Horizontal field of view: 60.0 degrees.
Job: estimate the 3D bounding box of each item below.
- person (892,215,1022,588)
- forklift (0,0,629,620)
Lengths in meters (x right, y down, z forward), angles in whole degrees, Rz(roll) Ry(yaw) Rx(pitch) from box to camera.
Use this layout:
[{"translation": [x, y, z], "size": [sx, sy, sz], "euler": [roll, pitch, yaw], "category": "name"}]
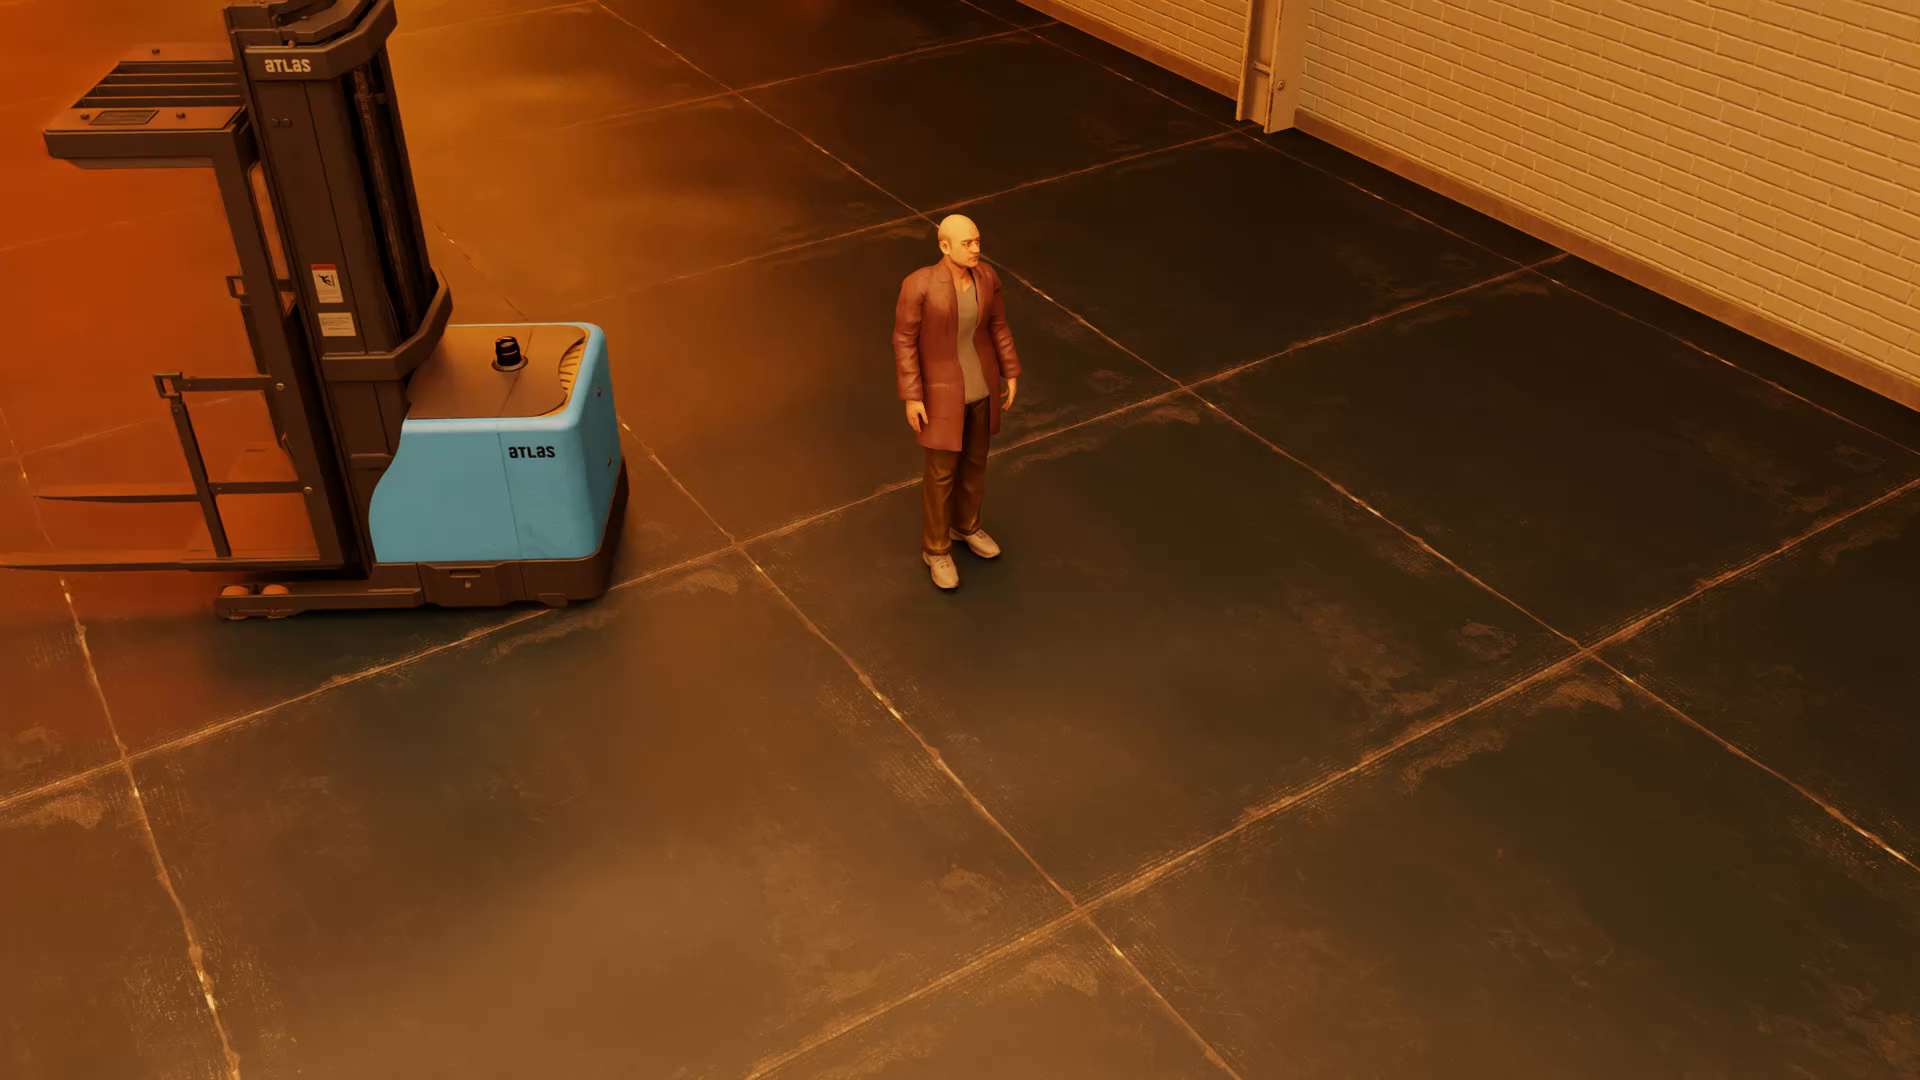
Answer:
[{"translation": [0.047, -0.687, 8.117], "size": [0.696, 1.777, 0.579], "euler": [-21, 40, -27], "category": "person"}, {"translation": [-3.276, -1.120, 7.742], "size": [3.031, 2.935, 1.130], "euler": [-1, 35, -2], "category": "forklift"}]
